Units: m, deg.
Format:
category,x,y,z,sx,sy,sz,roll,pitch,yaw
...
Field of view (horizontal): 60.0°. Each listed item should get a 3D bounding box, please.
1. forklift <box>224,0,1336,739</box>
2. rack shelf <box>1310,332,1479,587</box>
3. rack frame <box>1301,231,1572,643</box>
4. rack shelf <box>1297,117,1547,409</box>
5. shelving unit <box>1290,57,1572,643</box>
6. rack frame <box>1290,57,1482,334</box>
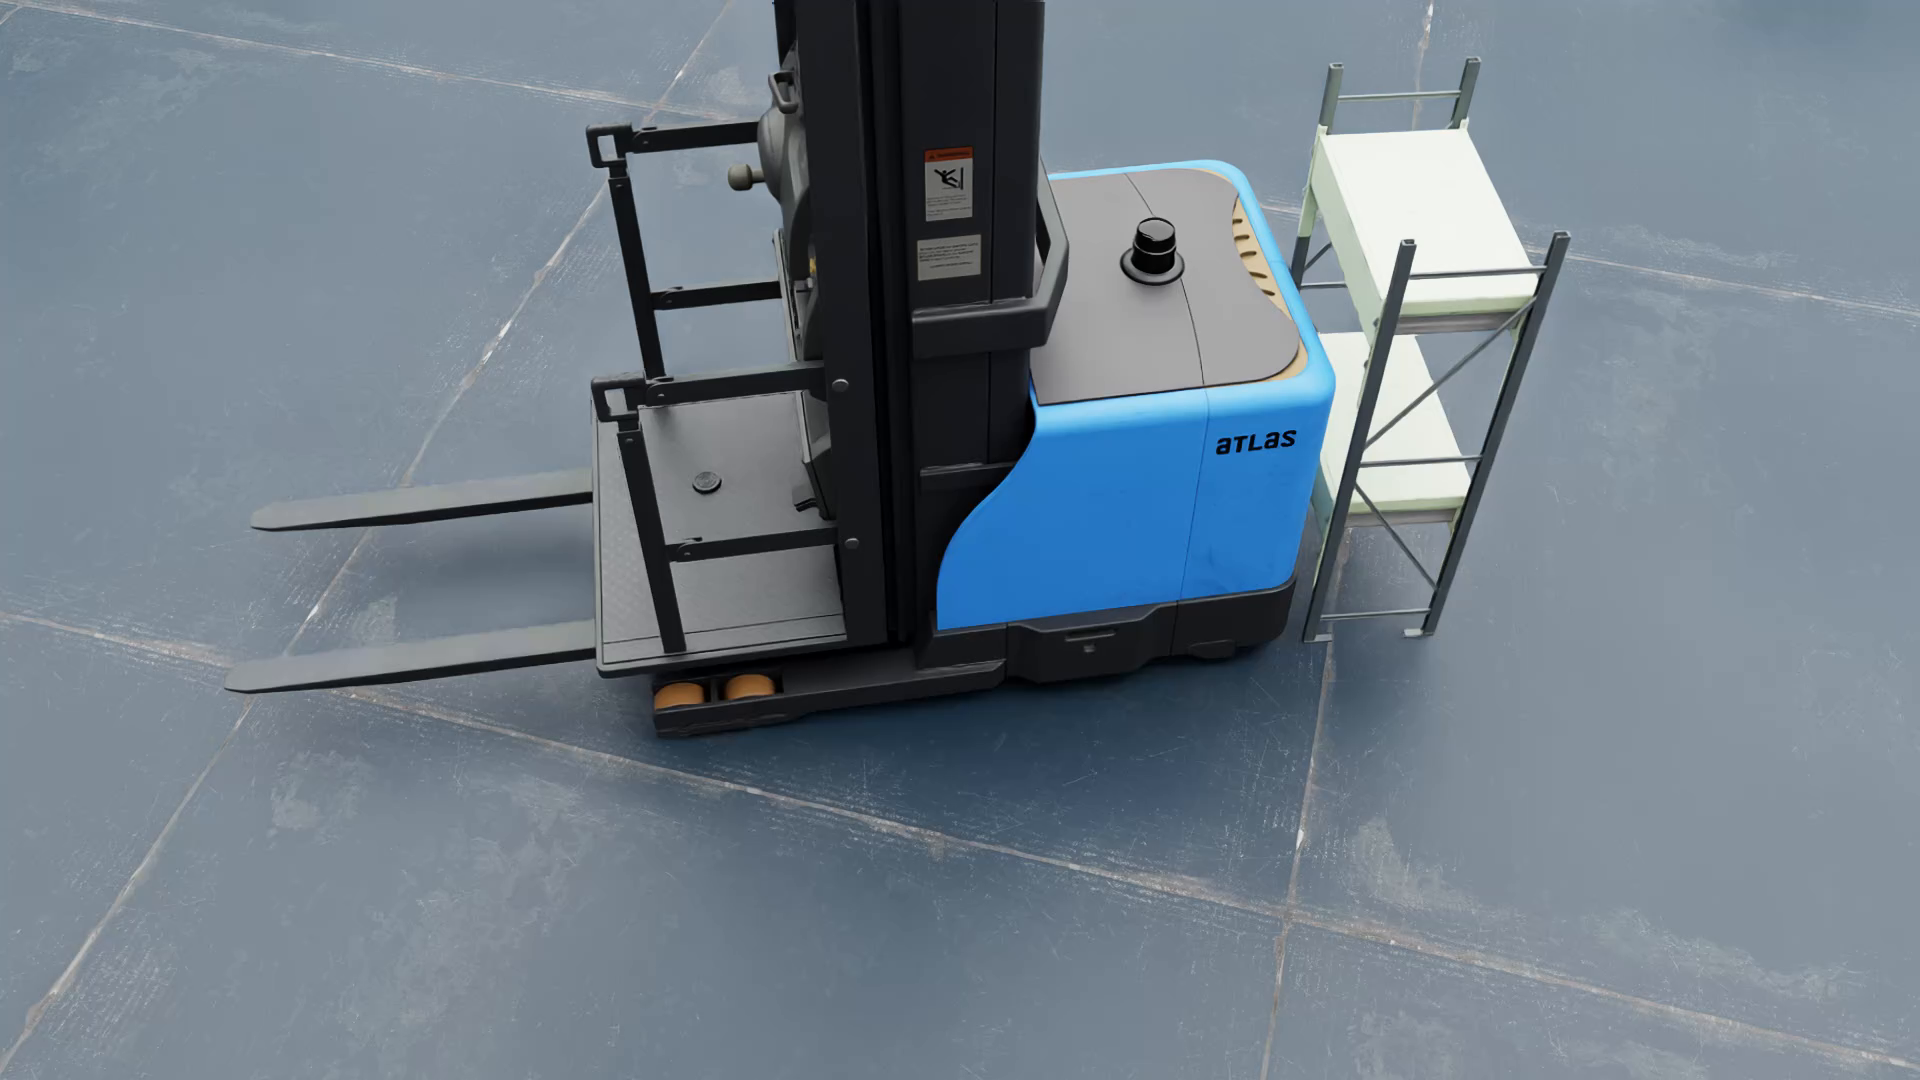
category,x,y,z,sx,sy,sz,roll,pitch,yaw
forklift,-0.591,-0.837,4.034,3.031,2.935,1.130,-7,49,-6
rack shelf,1.196,-0.265,4.918,0.431,0.370,0.720,-3,49,-3
rack frame,1.225,-0.207,4.432,0.400,1.500,0.023,-3,49,-3
rack shelf,1.196,-0.739,4.381,0.431,0.370,0.720,-3,49,-3
shelving unit,1.196,-0.480,4.674,0.431,1.500,0.755,-3,49,-3
rack frame,1.167,-0.754,4.915,0.400,1.500,0.023,-3,49,-3
